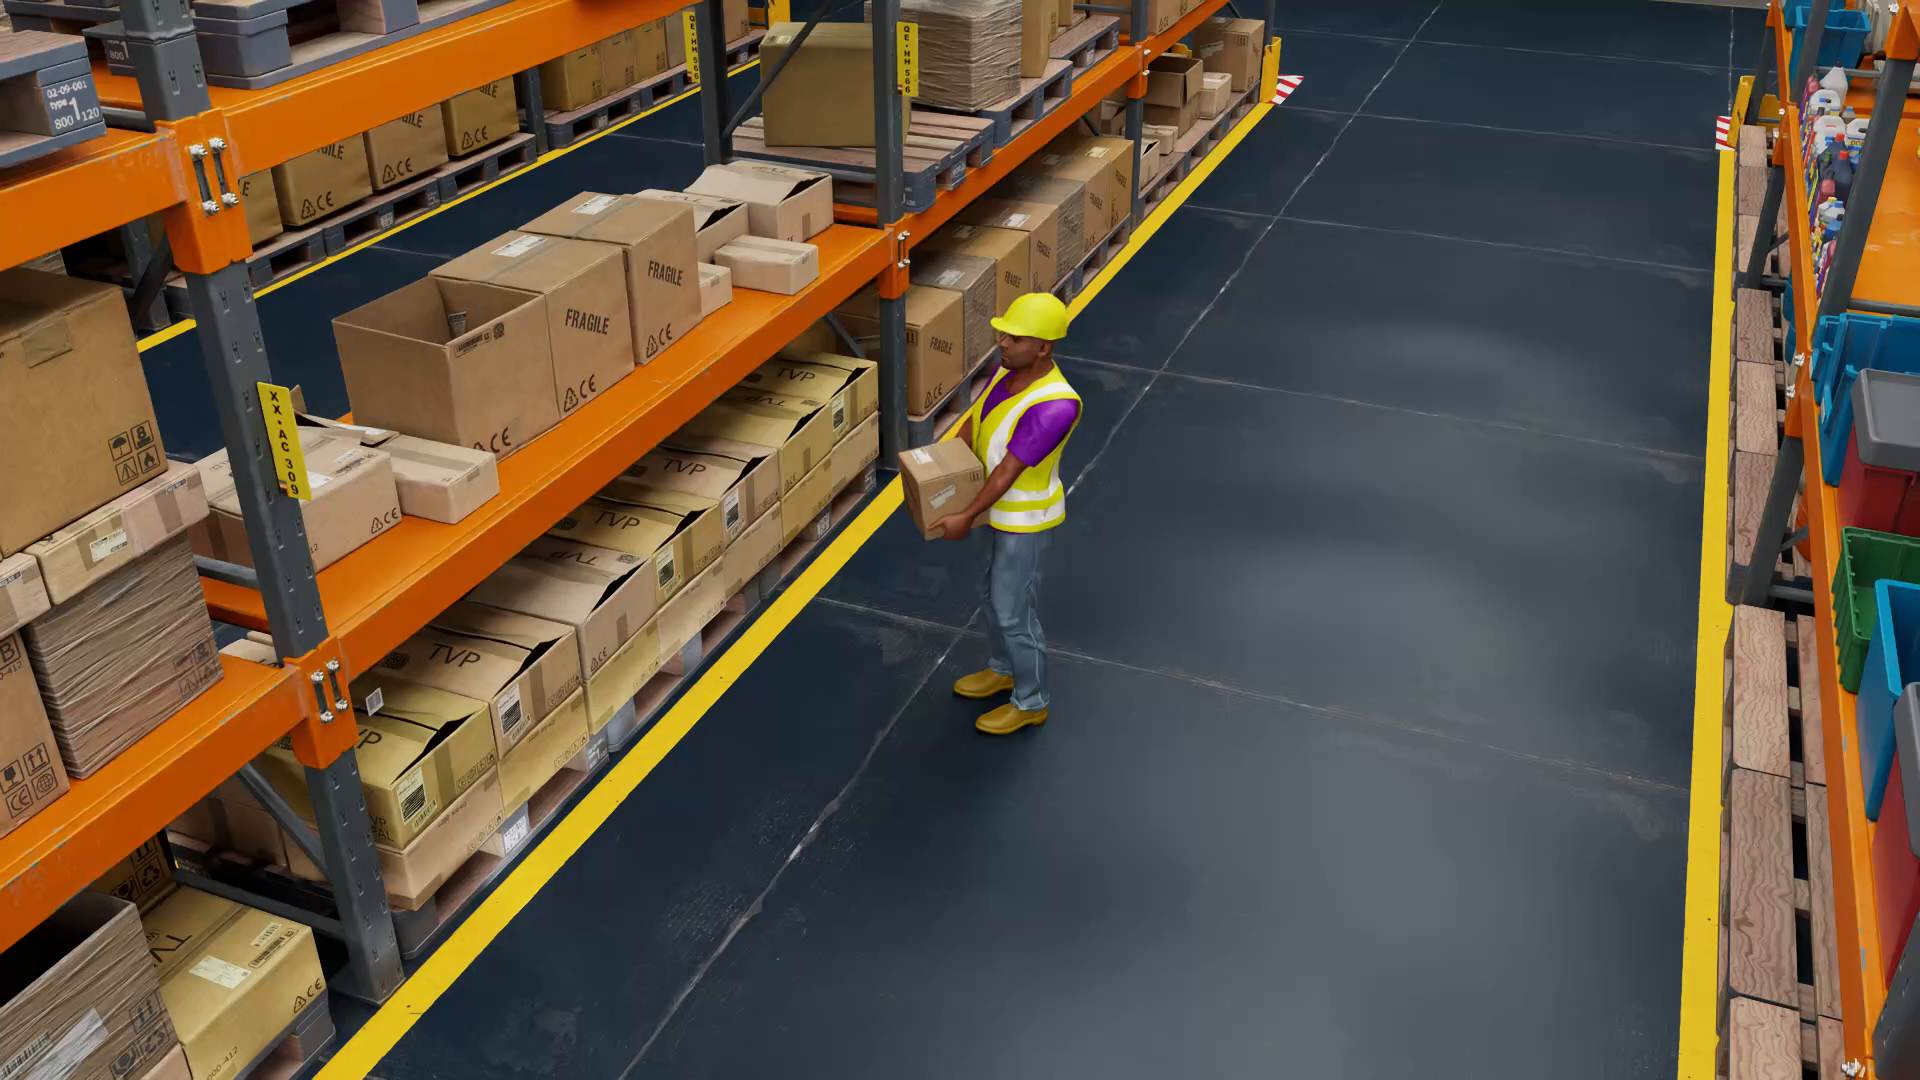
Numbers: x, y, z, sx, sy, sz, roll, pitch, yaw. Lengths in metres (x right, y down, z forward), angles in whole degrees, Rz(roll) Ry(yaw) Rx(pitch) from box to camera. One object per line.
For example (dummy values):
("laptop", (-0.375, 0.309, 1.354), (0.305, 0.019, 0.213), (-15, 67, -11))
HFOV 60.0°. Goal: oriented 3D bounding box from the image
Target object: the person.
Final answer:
("person", (0.152, -0.107, 6.274), (0.577, 1.765, 0.664), (-10, 31, -17))
